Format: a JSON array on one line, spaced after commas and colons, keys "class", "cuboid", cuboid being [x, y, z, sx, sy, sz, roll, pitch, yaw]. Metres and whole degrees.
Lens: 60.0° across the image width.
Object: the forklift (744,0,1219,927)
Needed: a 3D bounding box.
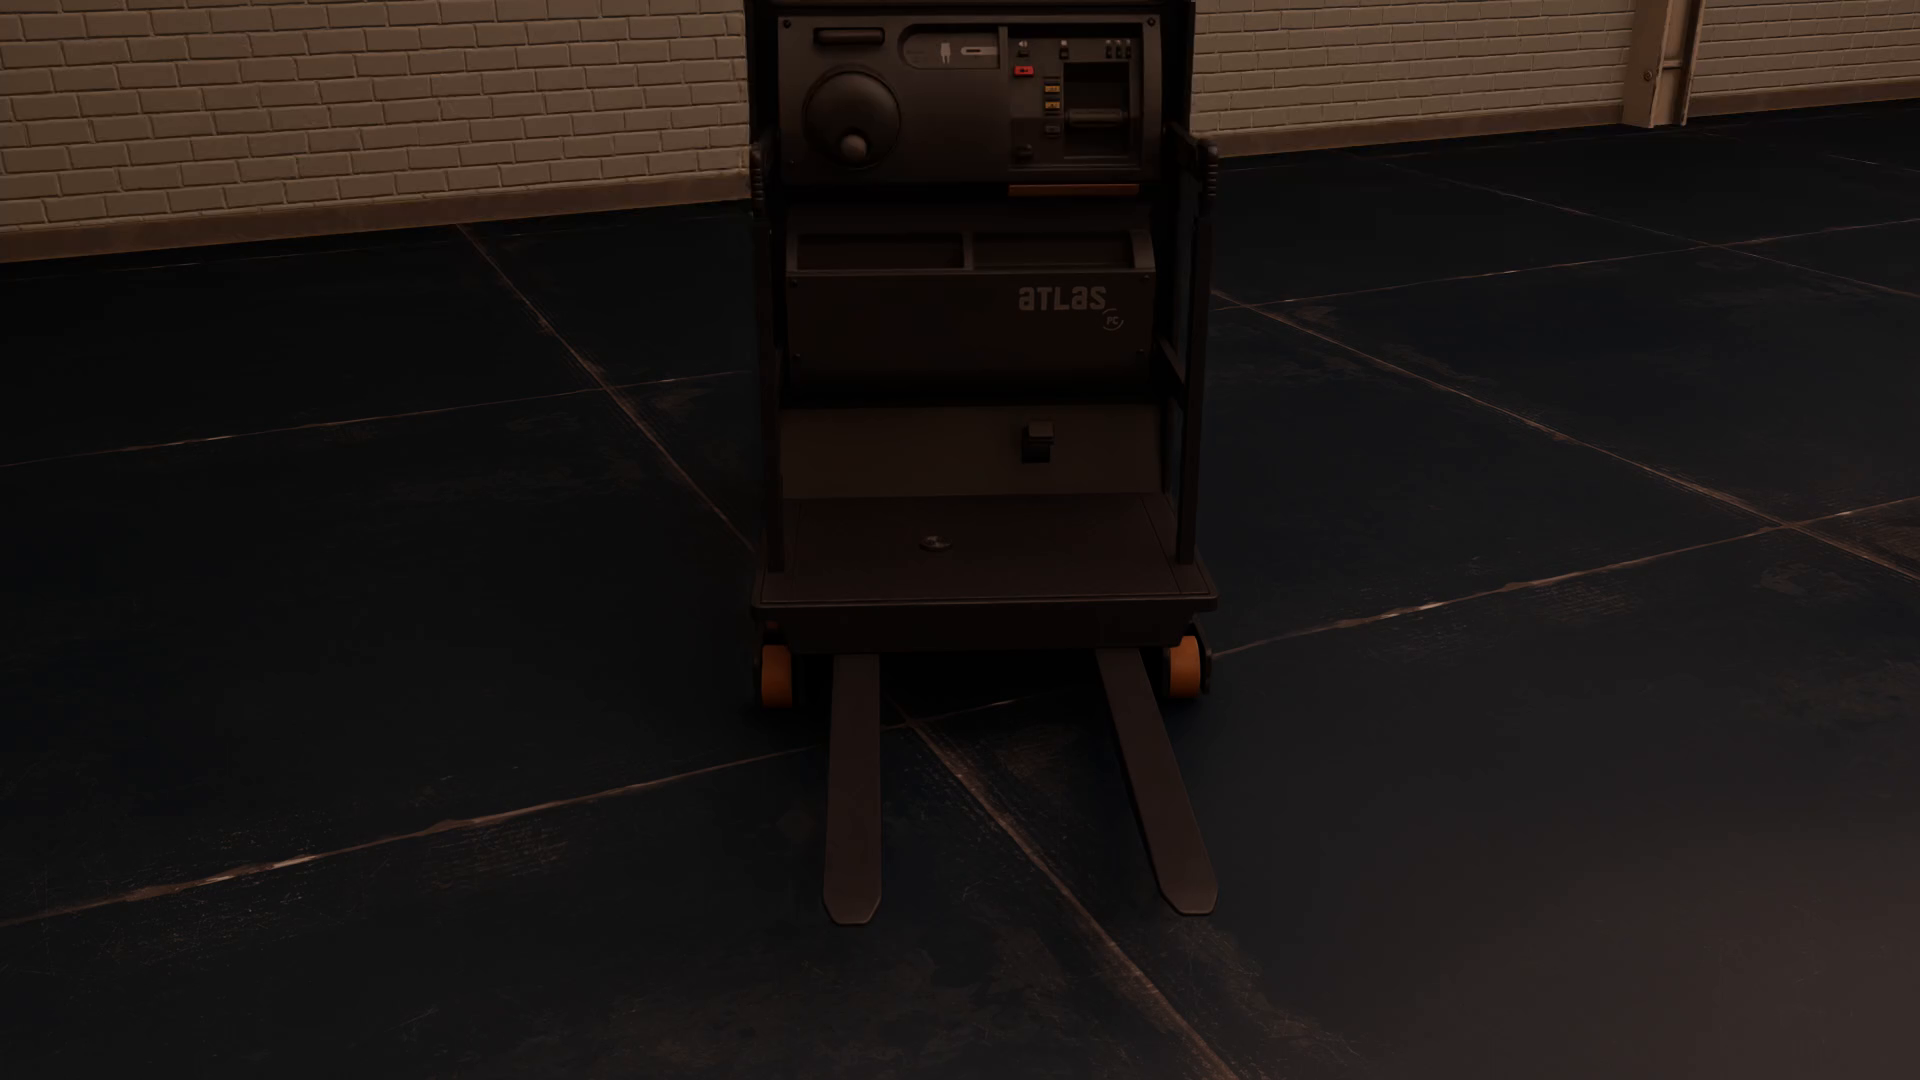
[{"class": "forklift", "cuboid": [0.038, -1.062, 3.843, 1.130, 2.935, 3.031, -1, 23, -3]}]
